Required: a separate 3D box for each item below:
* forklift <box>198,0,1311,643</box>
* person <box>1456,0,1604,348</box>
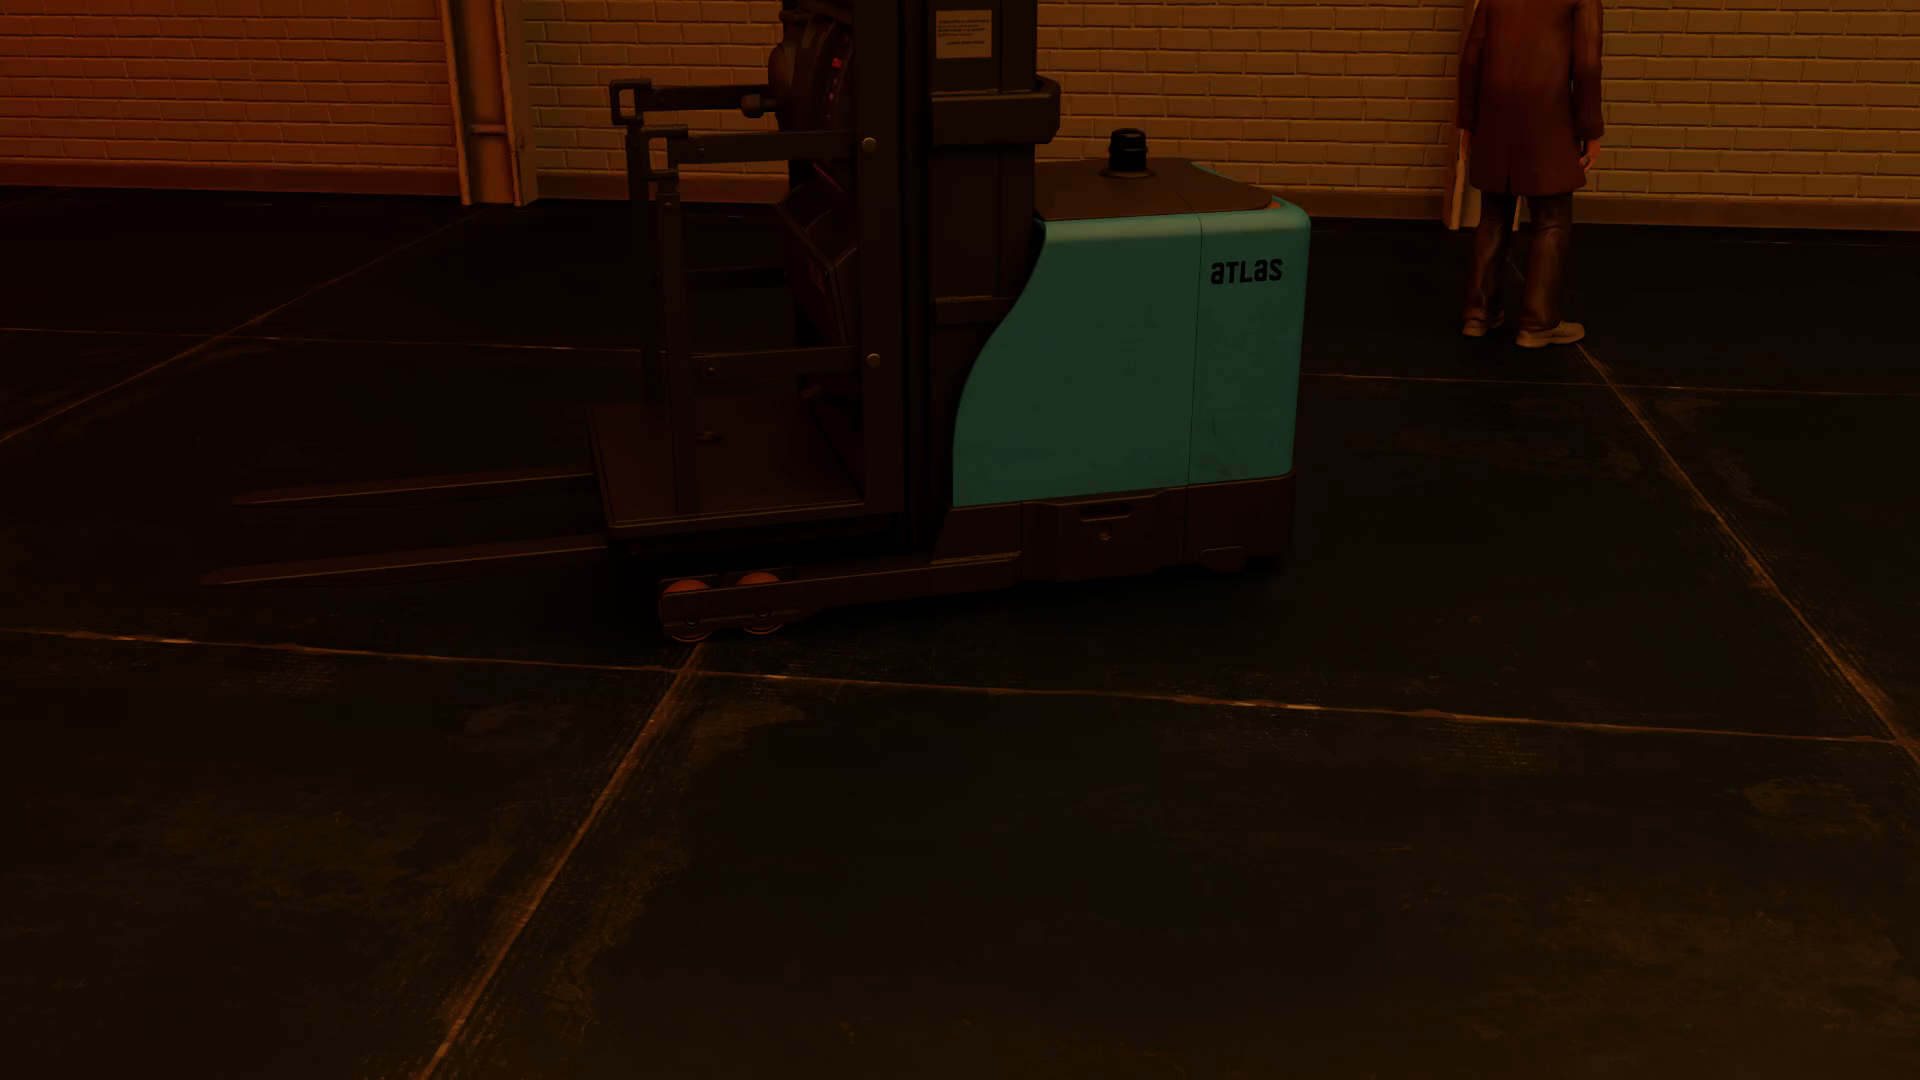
[{"bbox_3d":[-0.588,-1.301,4.485,3.031,2.935,1.130,-6,23,-14],"label":"forklift"},{"bbox_3d":[2.432,-1.739,7.123,0.649,1.772,0.436,19,29,39],"label":"person"}]
